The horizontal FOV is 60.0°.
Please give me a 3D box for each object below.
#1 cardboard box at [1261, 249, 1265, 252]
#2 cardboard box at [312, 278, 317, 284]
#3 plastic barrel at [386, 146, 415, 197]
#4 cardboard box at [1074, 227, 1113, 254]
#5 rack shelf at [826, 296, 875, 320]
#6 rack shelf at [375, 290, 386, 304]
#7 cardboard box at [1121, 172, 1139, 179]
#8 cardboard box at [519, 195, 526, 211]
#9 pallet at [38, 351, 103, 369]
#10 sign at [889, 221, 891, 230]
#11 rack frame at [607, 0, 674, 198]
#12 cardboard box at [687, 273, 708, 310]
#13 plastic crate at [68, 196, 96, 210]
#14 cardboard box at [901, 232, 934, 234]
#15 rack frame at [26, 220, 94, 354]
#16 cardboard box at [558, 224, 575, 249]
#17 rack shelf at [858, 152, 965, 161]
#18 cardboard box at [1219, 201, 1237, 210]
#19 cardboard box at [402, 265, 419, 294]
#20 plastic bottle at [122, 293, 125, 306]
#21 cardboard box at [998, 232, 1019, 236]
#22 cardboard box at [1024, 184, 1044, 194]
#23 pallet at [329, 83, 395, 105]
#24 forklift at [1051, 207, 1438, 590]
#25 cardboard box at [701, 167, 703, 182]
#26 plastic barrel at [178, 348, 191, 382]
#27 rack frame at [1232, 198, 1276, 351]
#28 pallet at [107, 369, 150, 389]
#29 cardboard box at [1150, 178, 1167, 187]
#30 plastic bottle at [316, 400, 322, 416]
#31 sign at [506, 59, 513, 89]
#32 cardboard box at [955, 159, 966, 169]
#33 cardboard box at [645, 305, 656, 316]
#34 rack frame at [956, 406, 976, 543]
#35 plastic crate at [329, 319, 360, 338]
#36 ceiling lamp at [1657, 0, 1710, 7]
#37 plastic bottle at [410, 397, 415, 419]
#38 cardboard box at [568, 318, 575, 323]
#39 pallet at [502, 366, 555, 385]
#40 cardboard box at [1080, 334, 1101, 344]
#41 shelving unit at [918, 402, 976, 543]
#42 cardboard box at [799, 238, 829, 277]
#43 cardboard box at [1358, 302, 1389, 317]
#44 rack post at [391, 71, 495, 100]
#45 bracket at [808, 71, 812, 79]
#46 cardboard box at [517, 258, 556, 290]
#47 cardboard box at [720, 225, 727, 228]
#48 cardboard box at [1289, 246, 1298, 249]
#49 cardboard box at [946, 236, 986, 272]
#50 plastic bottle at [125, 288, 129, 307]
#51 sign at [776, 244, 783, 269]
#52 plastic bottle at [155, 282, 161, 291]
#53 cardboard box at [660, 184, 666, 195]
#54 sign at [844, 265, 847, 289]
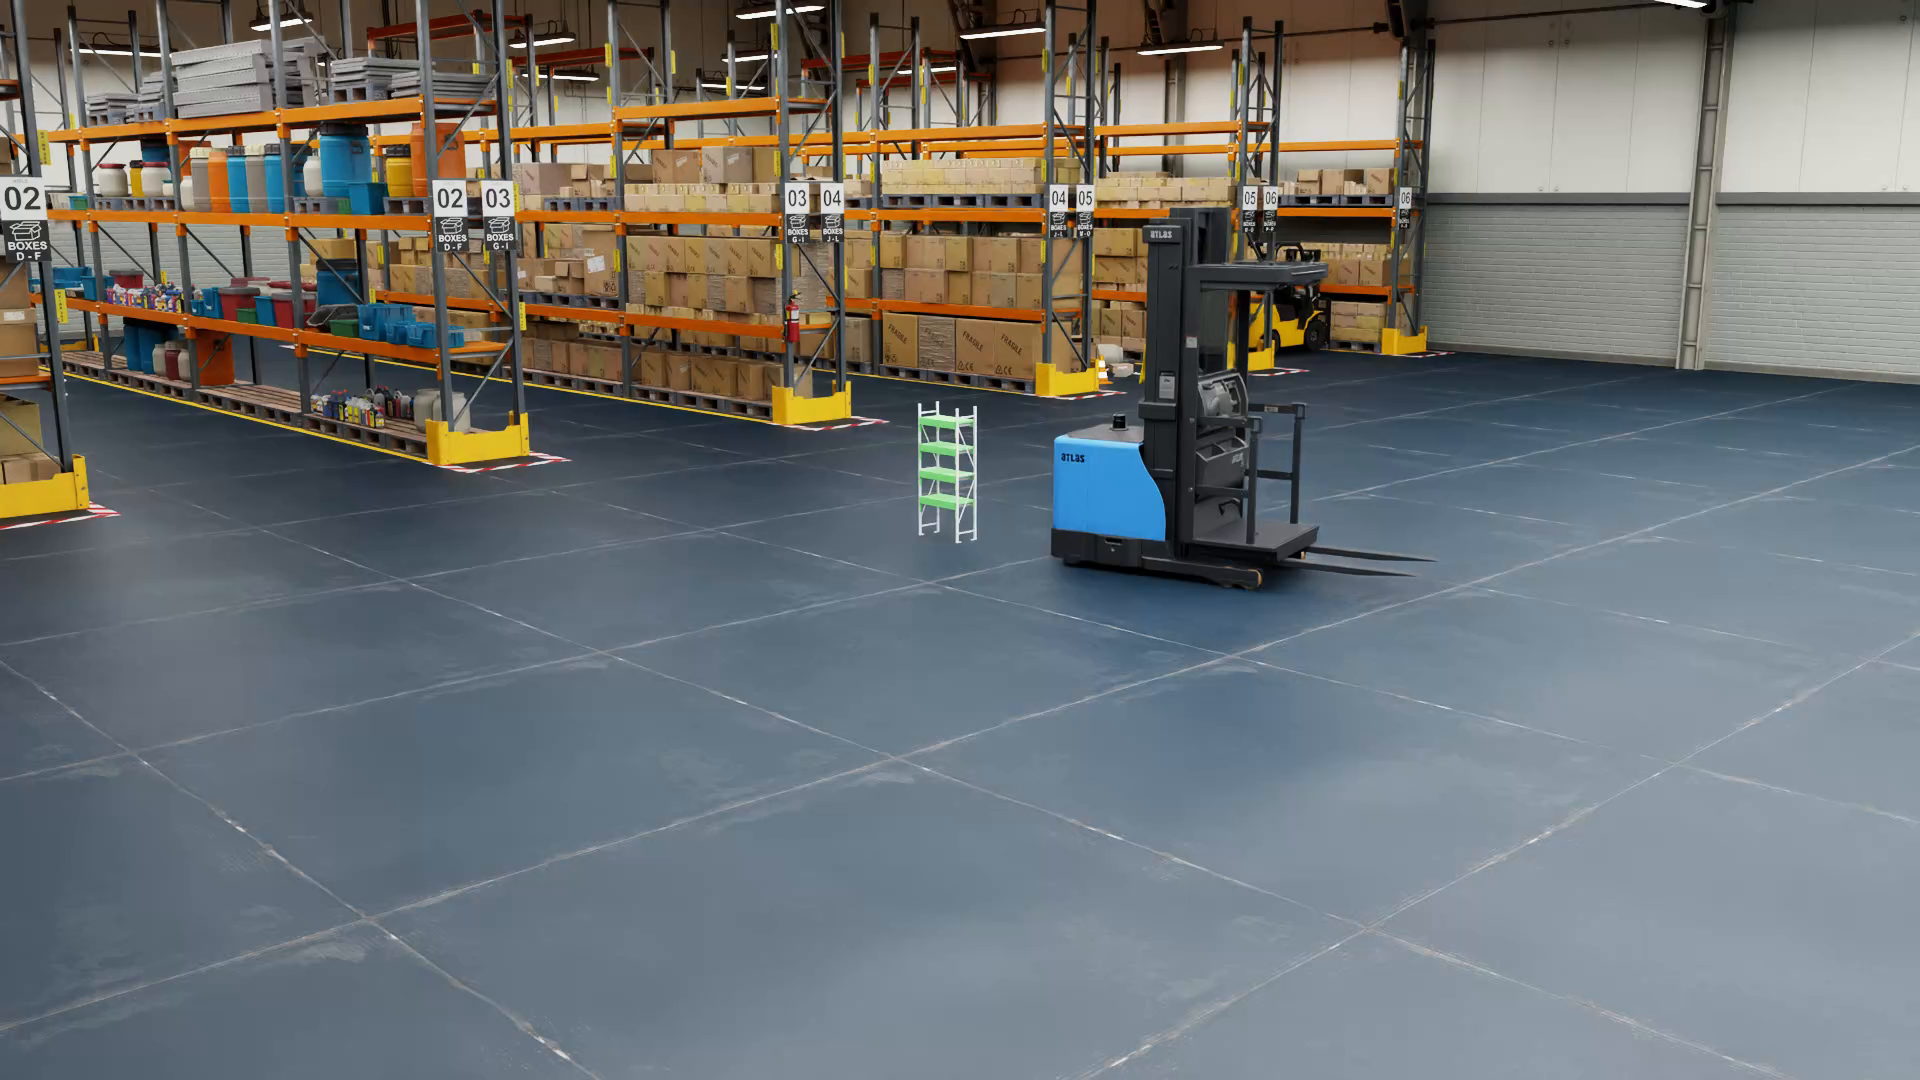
[{"bbox_3d":[6.419,-5.983,34.662,0.380,0.149,0.250,-11,16,-43],"label":"cardboard box"},{"bbox_3d":[-12.671,-5.154,33.116,0.250,0.149,0.380,11,16,44],"label":"cardboard box"},{"bbox_3d":[-6.445,-4.340,19.601,0.600,0.588,0.600,0,12,0],"label":"plastic barrel"},{"bbox_3d":[2.569,-5.669,31.531,0.700,0.500,0.500,-11,16,-43],"label":"cardboard box"},{"bbox_3d":[-2.470,-4.314,30.200,1.077,0.370,4.000,-11,16,-43],"label":"rack shelf"},{"bbox_3d":[-11.651,-4.805,32.583,1.077,0.370,4.000,-11,16,-43],"label":"rack shelf"},{"bbox_3d":[3.992,-7.928,36.990,0.700,0.500,0.500,-11,16,-44],"label":"cardboard box"},{"bbox_3d":[-7.013,-5.498,27.104,0.500,0.250,0.500,-10,16,-41],"label":"cardboard box"},{"bbox_3d":[-16.073,-3.268,30.248,1.003,0.211,1.213,-11,16,-43],"label":"pallet"},{"bbox_3d":[-1.862,-8.319,44.203,0.100,0.325,0.005,-11,16,-43],"label":"sign"},{"bbox_3d":[-4.746,-6.636,24.822,1.000,3.000,0.127,-11,16,-43],"label":"rack frame"},{"bbox_3d":[-3.426,-3.603,23.980,0.875,0.500,0.500,-11,16,-43],"label":"cardboard box"},{"bbox_3d":[-14.712,-5.651,27.887,0.416,0.233,0.300,-11,16,-43],"label":"plastic crate"},{"bbox_3d":[-0.887,-6.240,35.042,0.500,0.500,0.500,11,16,44],"label":"cardboard box"},{"bbox_3d":[-16.615,-4.759,30.577,1.000,3.000,0.127,-11,16,-43],"label":"rack frame"},{"bbox_3d":[-8.207,-6.482,35.477,0.500,0.500,0.500,11,16,43],"label":"cardboard box"},{"bbox_3d":[-0.897,-9.815,42.041,1.077,0.370,4.000,-11,16,-43],"label":"rack shelf"},{"bbox_3d":[4.736,-5.854,29.083,0.380,0.149,0.250,-11,16,-42],"label":"cardboard box"},{"bbox_3d":[-9.786,-4.739,30.233,0.500,0.500,0.500,-11,16,-42],"label":"cardboard box"},{"bbox_3d":[-13.428,-3.869,26.750,0.097,0.201,0.097,0,12,0],"label":"plastic bottle"},{"bbox_3d":[0.993,-6.181,33.847,0.250,0.149,0.380,11,16,42],"label":"cardboard box"},{"bbox_3d":[1.199,-5.393,25.553,0.380,0.149,0.250,-11,16,-43],"label":"cardboard box"},{"bbox_3d":[-6.892,-5.363,20.101,1.003,0.211,1.213,-11,16,-43],"label":"pallet"},{"bbox_3d":[2.292,-1.165,13.302,3.031,2.935,1.130,7,14,30],"label":"forklift"},{"bbox_3d":[-4.683,-6.947,31.618,0.396,0.266,0.258,-11,16,-43],"label":"cardboard box"},{"bbox_3d":[-11.895,-2.718,25.794,0.421,0.512,0.421,0,12,0],"label":"plastic barrel"},{"bbox_3d":[5.184,-4.495,29.296,1.000,3.000,0.127,-11,16,-43],"label":"rack frame"},{"bbox_3d":[-13.350,-2.691,27.450,1.003,0.211,1.213,-11,16,-43],"label":"pallet"},{"bbox_3d":[3.654,-6.459,30.042,0.380,0.149,0.250,-10,16,-41],"label":"cardboard box"},{"bbox_3d":[-8.355,-1.730,21.721,0.097,0.201,0.097,0,12,0],"label":"plastic bottle"},{"bbox_3d":[-5.165,-5.336,19.028,0.100,0.325,0.005,-11,16,-43],"label":"sign"},{"bbox_3d":[0.142,-6.006,26.556,0.380,0.149,0.250,-11,16,-42],"label":"cardboard box"},{"bbox_3d":[-4.459,-3.431,24.752,0.380,0.149,0.250,-11,16,-43],"label":"cardboard box"},{"bbox_3d":[0.054,-0.576,14.735,0.240,1.200,0.015,-11,16,-43],"label":"rack frame"},{"bbox_3d":[-7.595,-2.667,20.946,0.450,0.188,0.662,-11,16,-43],"label":"plastic crate"},{"bbox_3d":[10.670,-9.459,24.057,2.000,3.185,0.800,-11,16,-43],"label":"ceiling lamp"},{"bbox_3d":[-7.038,-1.705,21.427,0.097,0.271,0.097,0,12,0],"label":"plastic bottle"},{"bbox_3d":[-8.250,-4.785,35.993,0.380,0.149,0.250,-10,15,-40],"label":"cardboard box"},{"bbox_3d":[-6.969,-2.802,27.987,1.003,0.211,1.213,-11,16,-43],"label":"pallet"},{"bbox_3d":[2.634,-3.814,31.764,0.500,0.250,0.500,11,16,43],"label":"cardboard box"},{"bbox_3d":[-0.114,-0.612,14.908,0.258,1.200,0.503,-11,16,-43],"label":"shelving unit"},{"bbox_3d":[-2.166,-3.917,23.026,0.500,0.500,0.500,-11,16,-43],"label":"cardboard box"},{"bbox_3d":[8.228,-4.560,32.906,0.500,0.250,0.500,-10,15,-41],"label":"cardboard box"},{"bbox_3d":[-5.995,-5.245,19.310,0.937,0.300,0.954,-9,15,-37],"label":"rack post"},{"bbox_3d":[-4.031,-12.754,45.595,0.235,0.232,0.430,-11,16,-43],"label":"bracket"},{"bbox_3d":[-7.106,-4.463,27.853,0.500,0.500,0.500,9,15,38],"label":"cardboard box"},{"bbox_3d":[-5.491,-7.514,39.616,0.380,0.149,0.250,-10,15,-41],"label":"cardboard box"},{"bbox_3d":[6.962,-6.019,34.099,0.380,0.149,0.250,-11,16,-43],"label":"cardboard box"},{"bbox_3d":[0.251,-4.680,27.145,0.875,0.550,0.500,-11,16,-43],"label":"cardboard box"},{"bbox_3d":[-13.294,-3.876,26.578,0.061,0.283,0.133,-11,16,-43],"label":"plastic bottle"},{"bbox_3d":[-2.398,-3.762,22.084,0.100,0.325,0.005,-11,16,-43],"label":"sign"},{"bbox_3d":[-13.085,-4.043,27.222,0.144,0.351,0.185,-11,16,-43],"label":"plastic bottle"},{"bbox_3d":[-4.138,-5.097,24.167,0.380,0.149,0.250,-10,15,-41],"label":"cardboard box"},{"bbox_3d":[-1.591,-3.614,22.873,0.100,0.325,0.005,-11,16,-43],"label":"sign"}]
